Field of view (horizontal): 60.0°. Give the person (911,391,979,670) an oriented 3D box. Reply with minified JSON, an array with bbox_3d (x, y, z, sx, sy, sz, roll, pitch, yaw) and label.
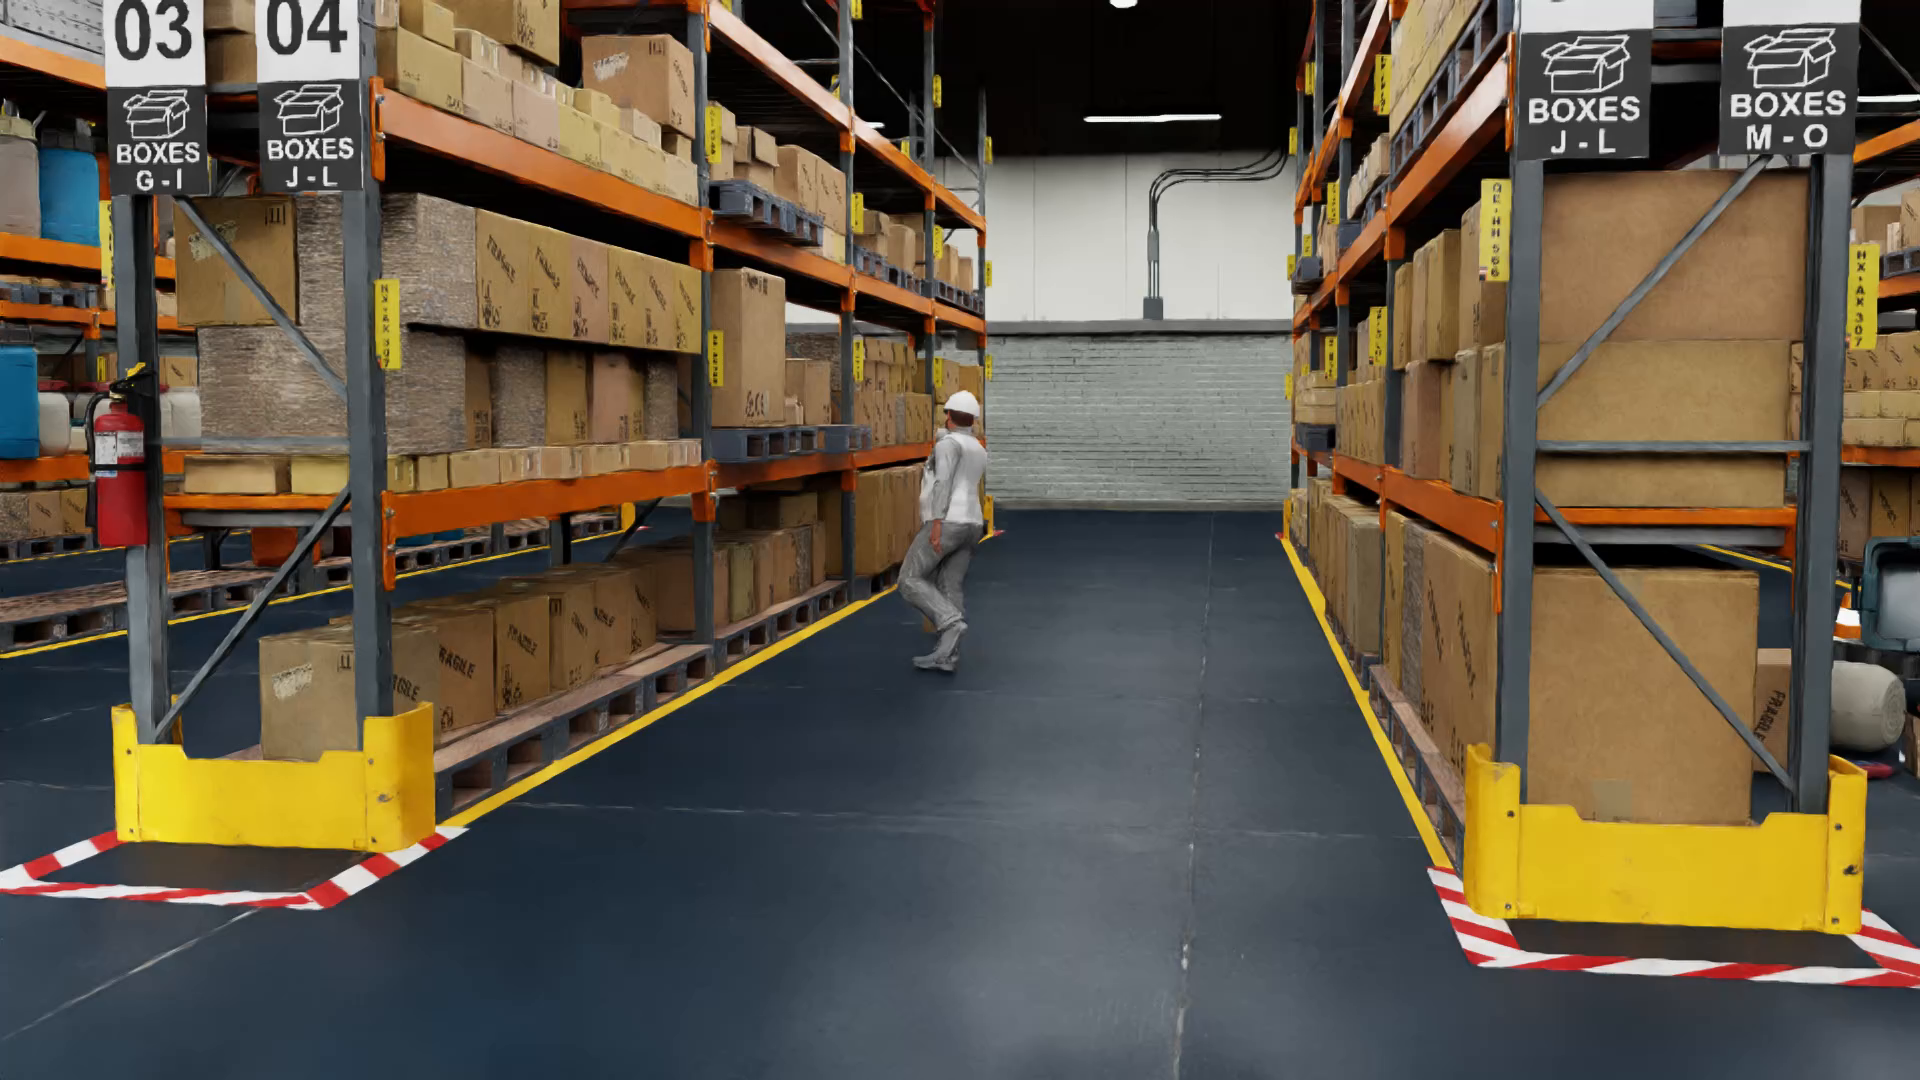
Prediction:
[{"bbox_3d":[-4.582,-2.168,11.207,9.213,5.793,10.958,3,5,31],"label":"person"}]
